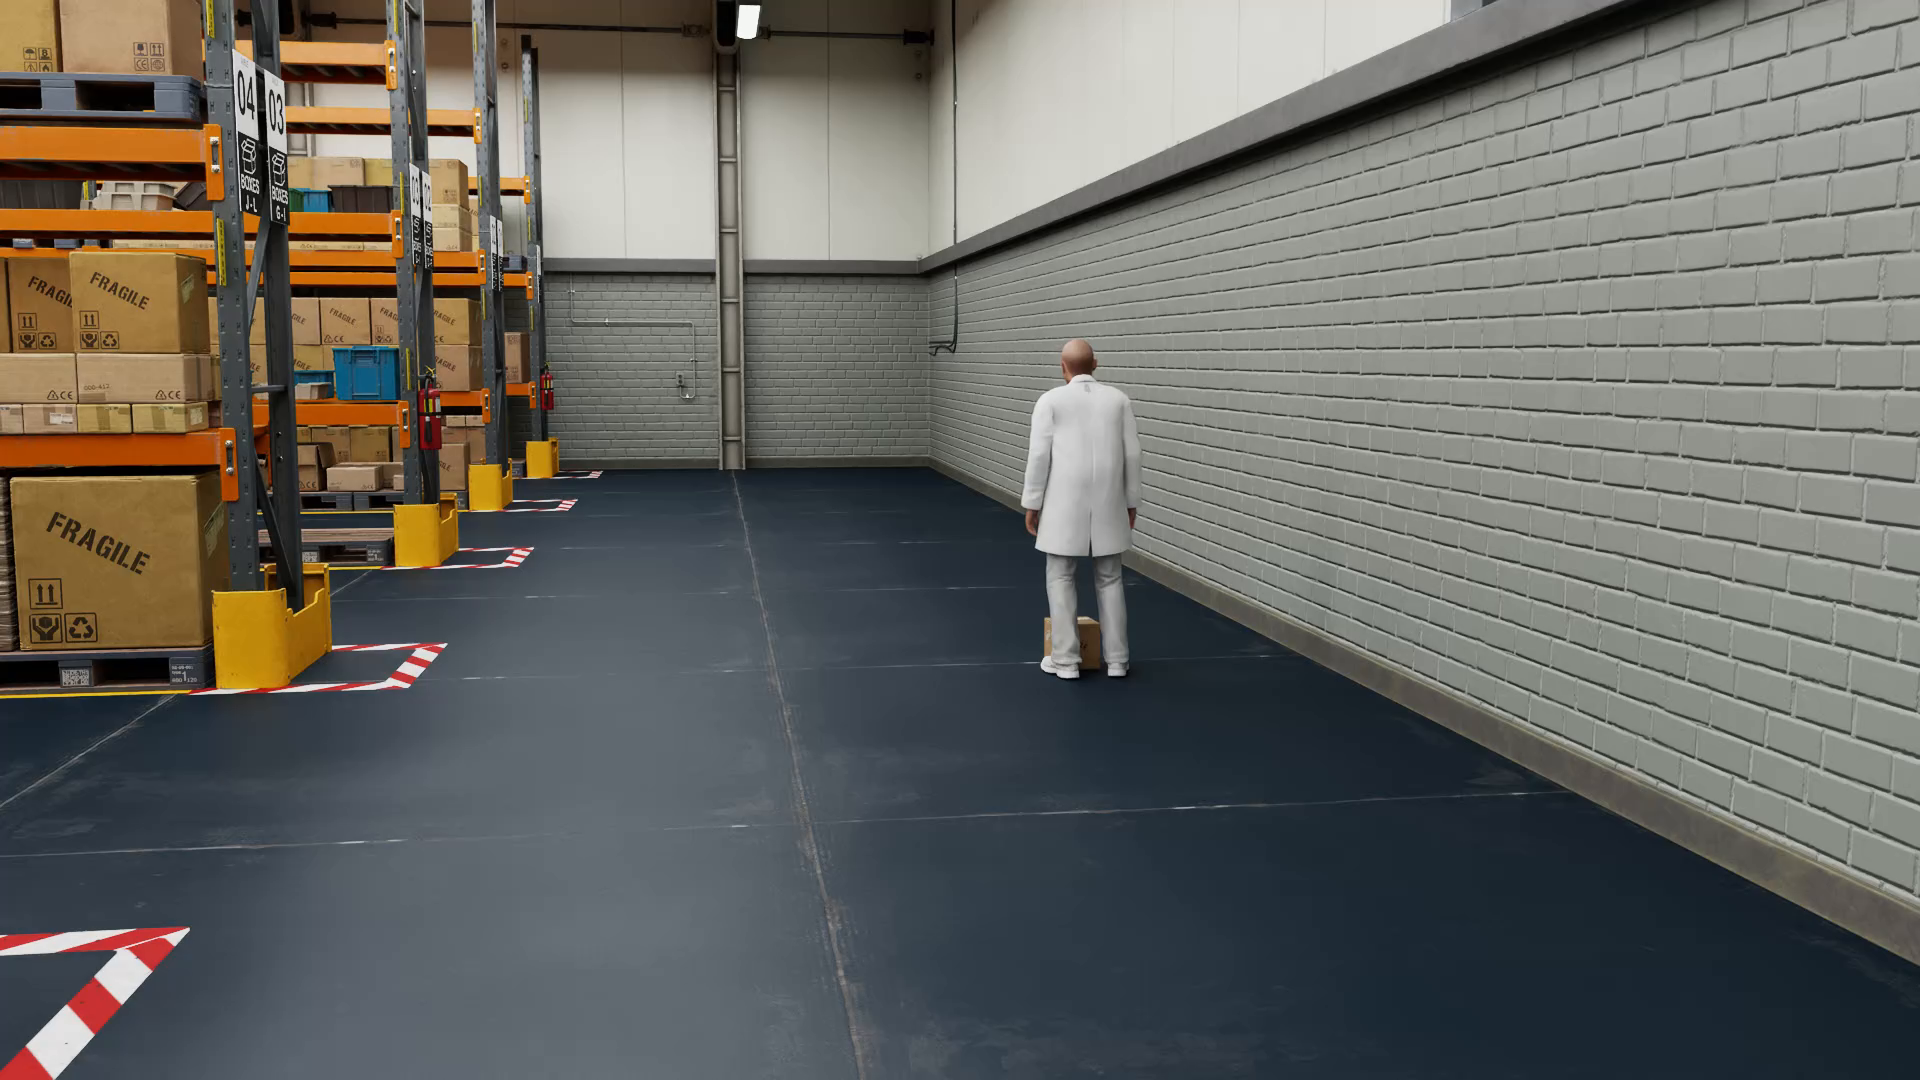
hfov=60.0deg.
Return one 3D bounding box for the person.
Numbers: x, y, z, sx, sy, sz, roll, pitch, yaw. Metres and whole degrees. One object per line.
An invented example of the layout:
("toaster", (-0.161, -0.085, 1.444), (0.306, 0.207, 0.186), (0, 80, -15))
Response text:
("person", (0.647, -0.166, 8.769), (0.655, 1.774, 0.415), (-1, 6, -10))
